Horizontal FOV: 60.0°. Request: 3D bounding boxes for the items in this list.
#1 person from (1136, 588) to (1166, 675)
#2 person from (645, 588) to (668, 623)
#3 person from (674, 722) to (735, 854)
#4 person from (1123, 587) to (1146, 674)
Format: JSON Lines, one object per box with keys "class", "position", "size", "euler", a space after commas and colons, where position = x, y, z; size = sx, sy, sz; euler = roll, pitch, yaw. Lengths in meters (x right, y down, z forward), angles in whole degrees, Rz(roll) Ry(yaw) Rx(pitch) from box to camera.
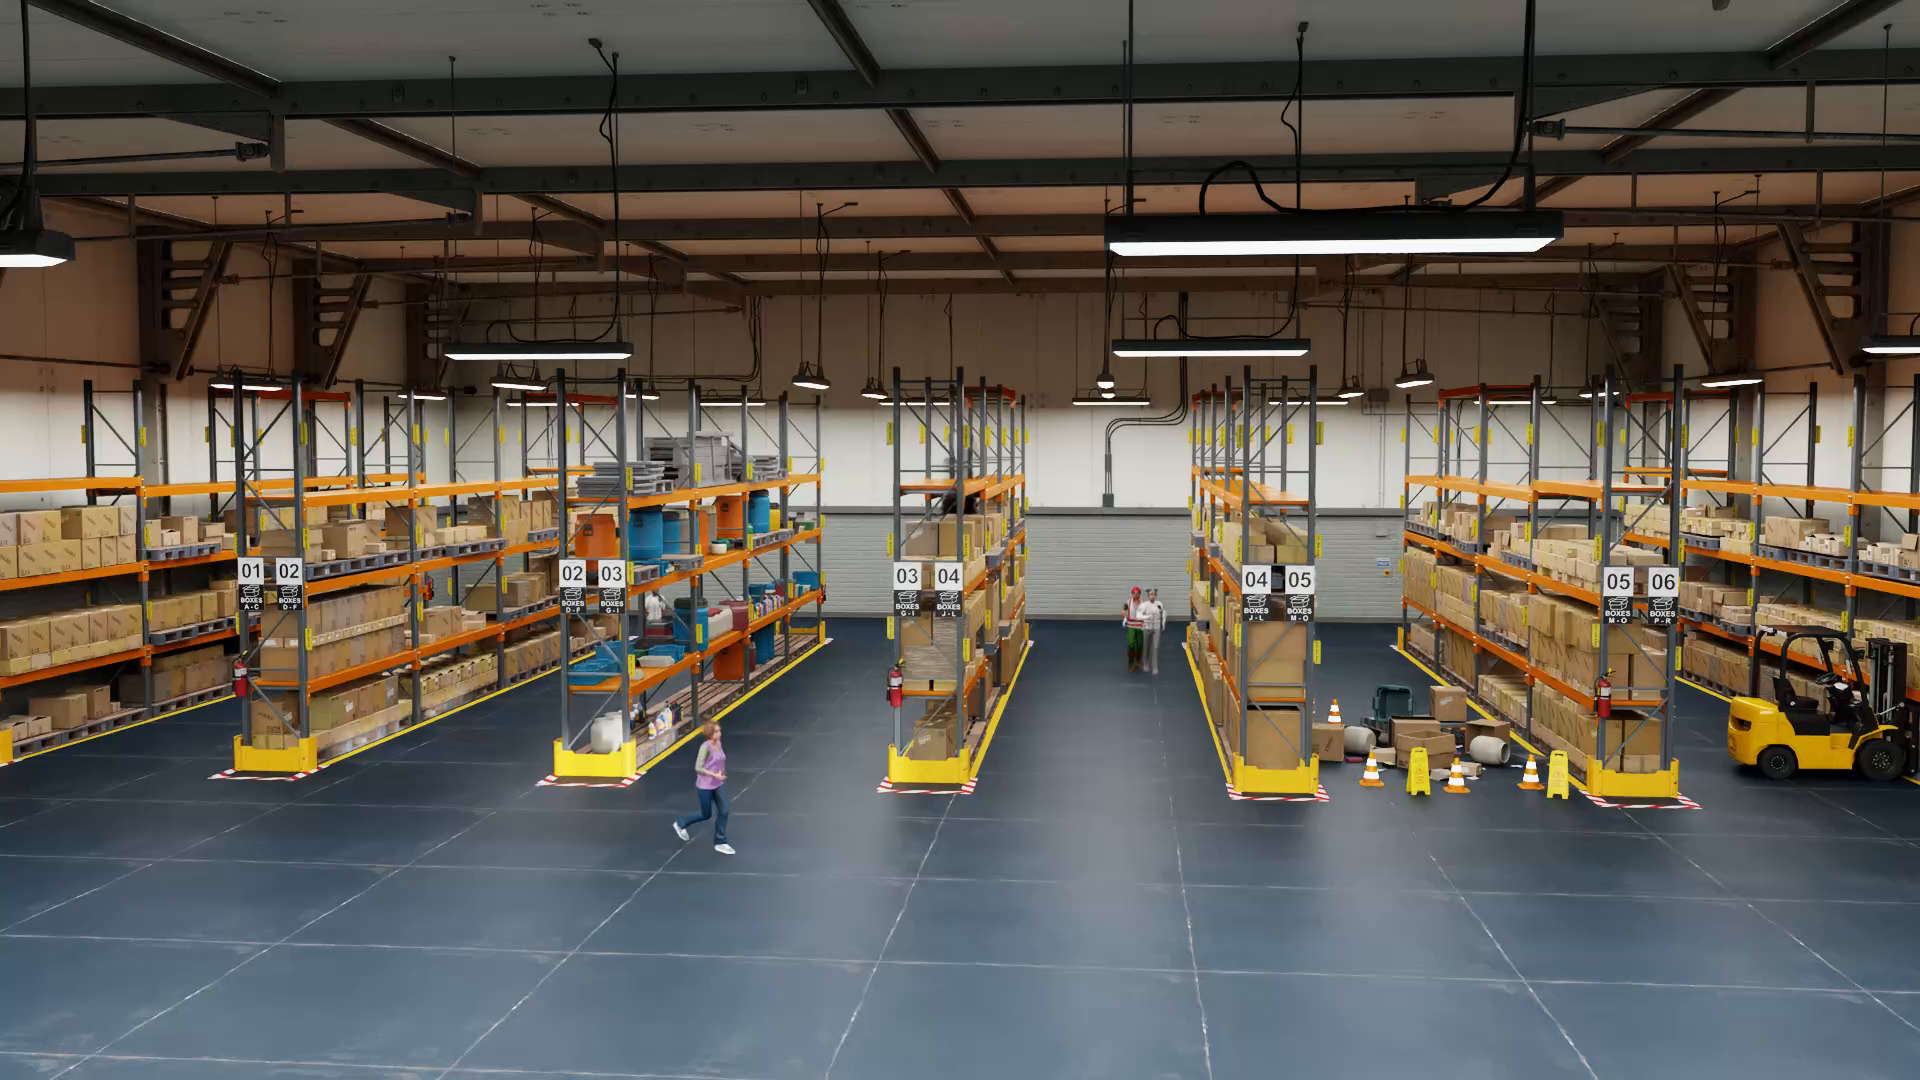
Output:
{"class": "person", "position": [3.813, 1.807, 33.087], "size": [0.631, 1.735, 0.834], "euler": [0, 4, -3]}
{"class": "person", "position": [-6.961, 1.809, 37.970], "size": [0.567, 1.656, 0.557], "euler": [0, 4, -6]}
{"class": "person", "position": [-3.069, 2.970, 20.045], "size": [0.822, 1.579, 0.525], "euler": [2, 4, 26]}
{"class": "person", "position": [3.767, 1.906, 35.419], "size": [0.629, 1.839, 0.806], "euler": [0, 4, 8]}
